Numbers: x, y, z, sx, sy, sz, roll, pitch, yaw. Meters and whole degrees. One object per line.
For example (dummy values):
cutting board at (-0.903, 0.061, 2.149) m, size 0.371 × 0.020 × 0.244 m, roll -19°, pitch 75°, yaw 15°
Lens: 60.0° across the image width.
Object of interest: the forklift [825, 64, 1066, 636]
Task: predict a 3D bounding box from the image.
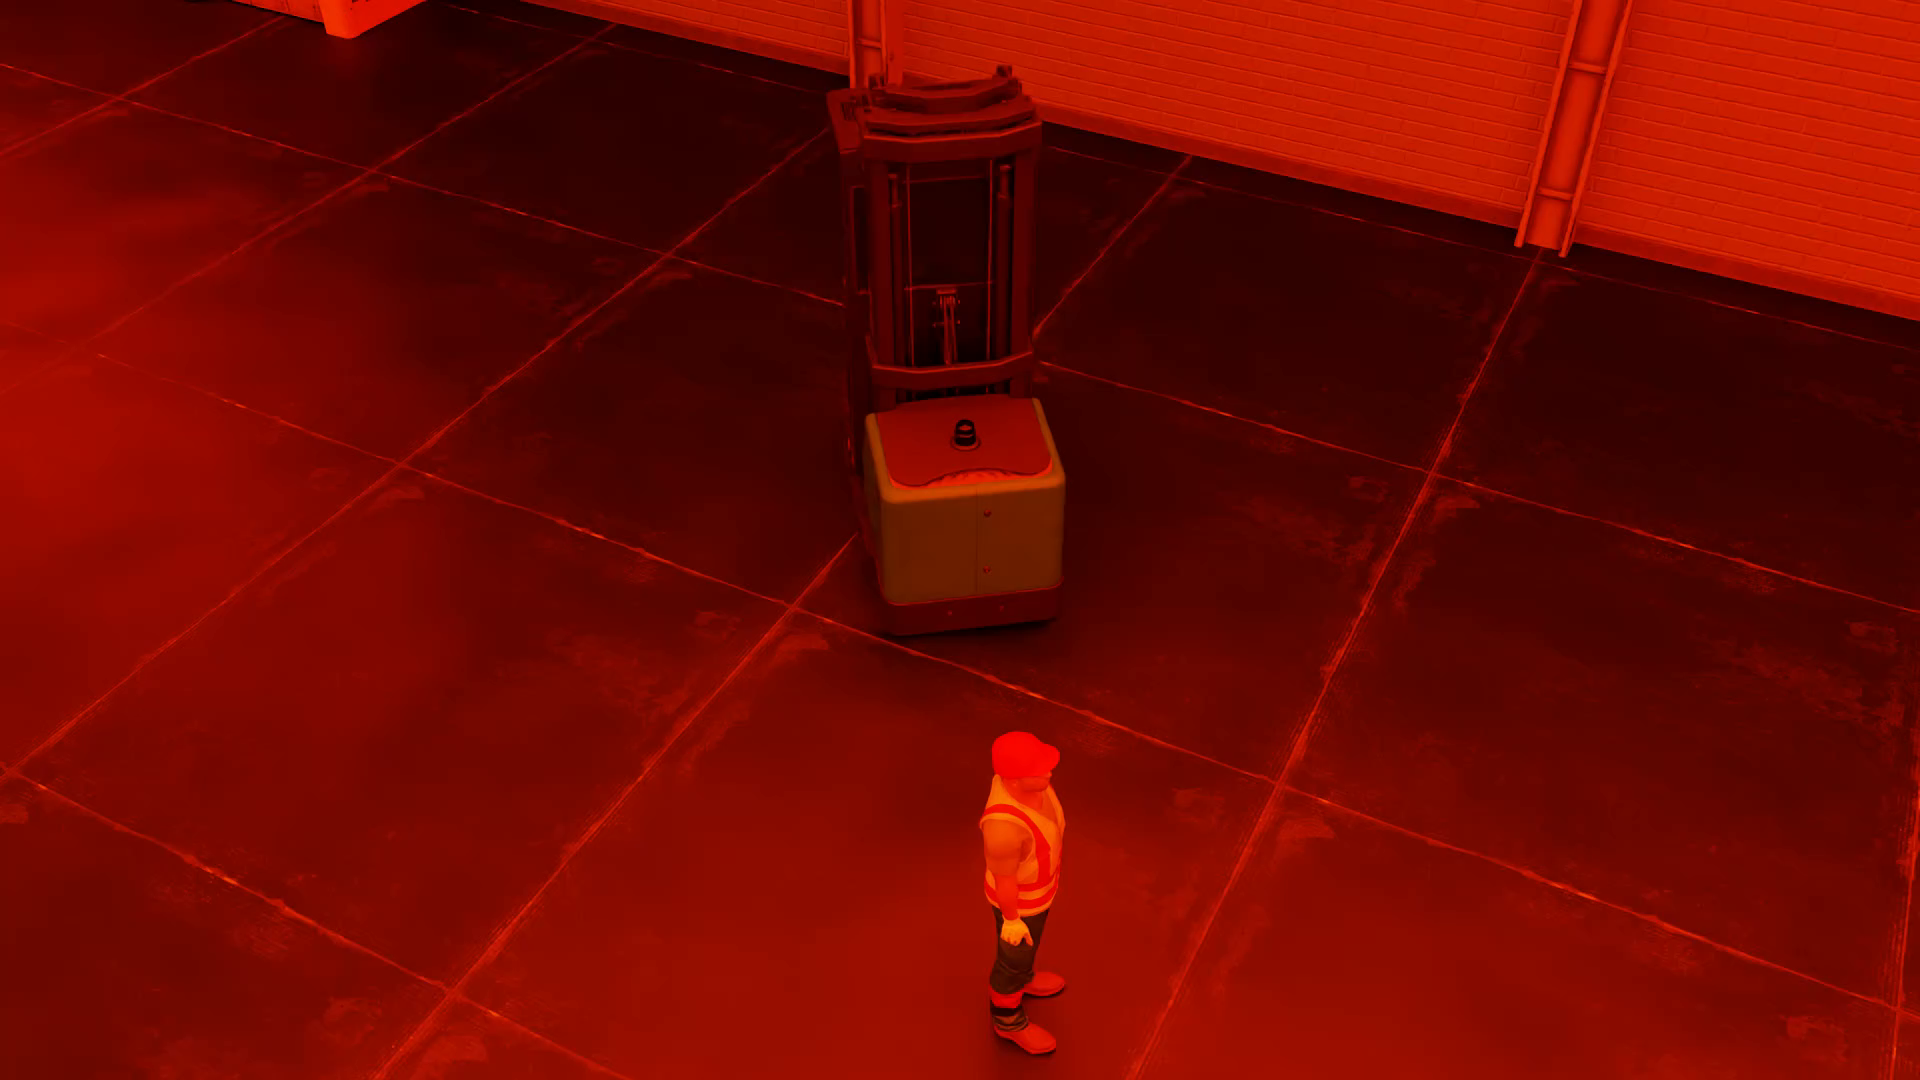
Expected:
forklift at (-0.156, -1.525, 9.797) m, size 1.130 × 2.935 × 3.031 m, roll -6°, pitch 40°, yaw -7°

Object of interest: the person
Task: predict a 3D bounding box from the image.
person at (0.288, 1.474, 7.123) m, size 0.376 × 1.794 × 0.527 m, roll 7°, pitch 41°, yaw 9°
